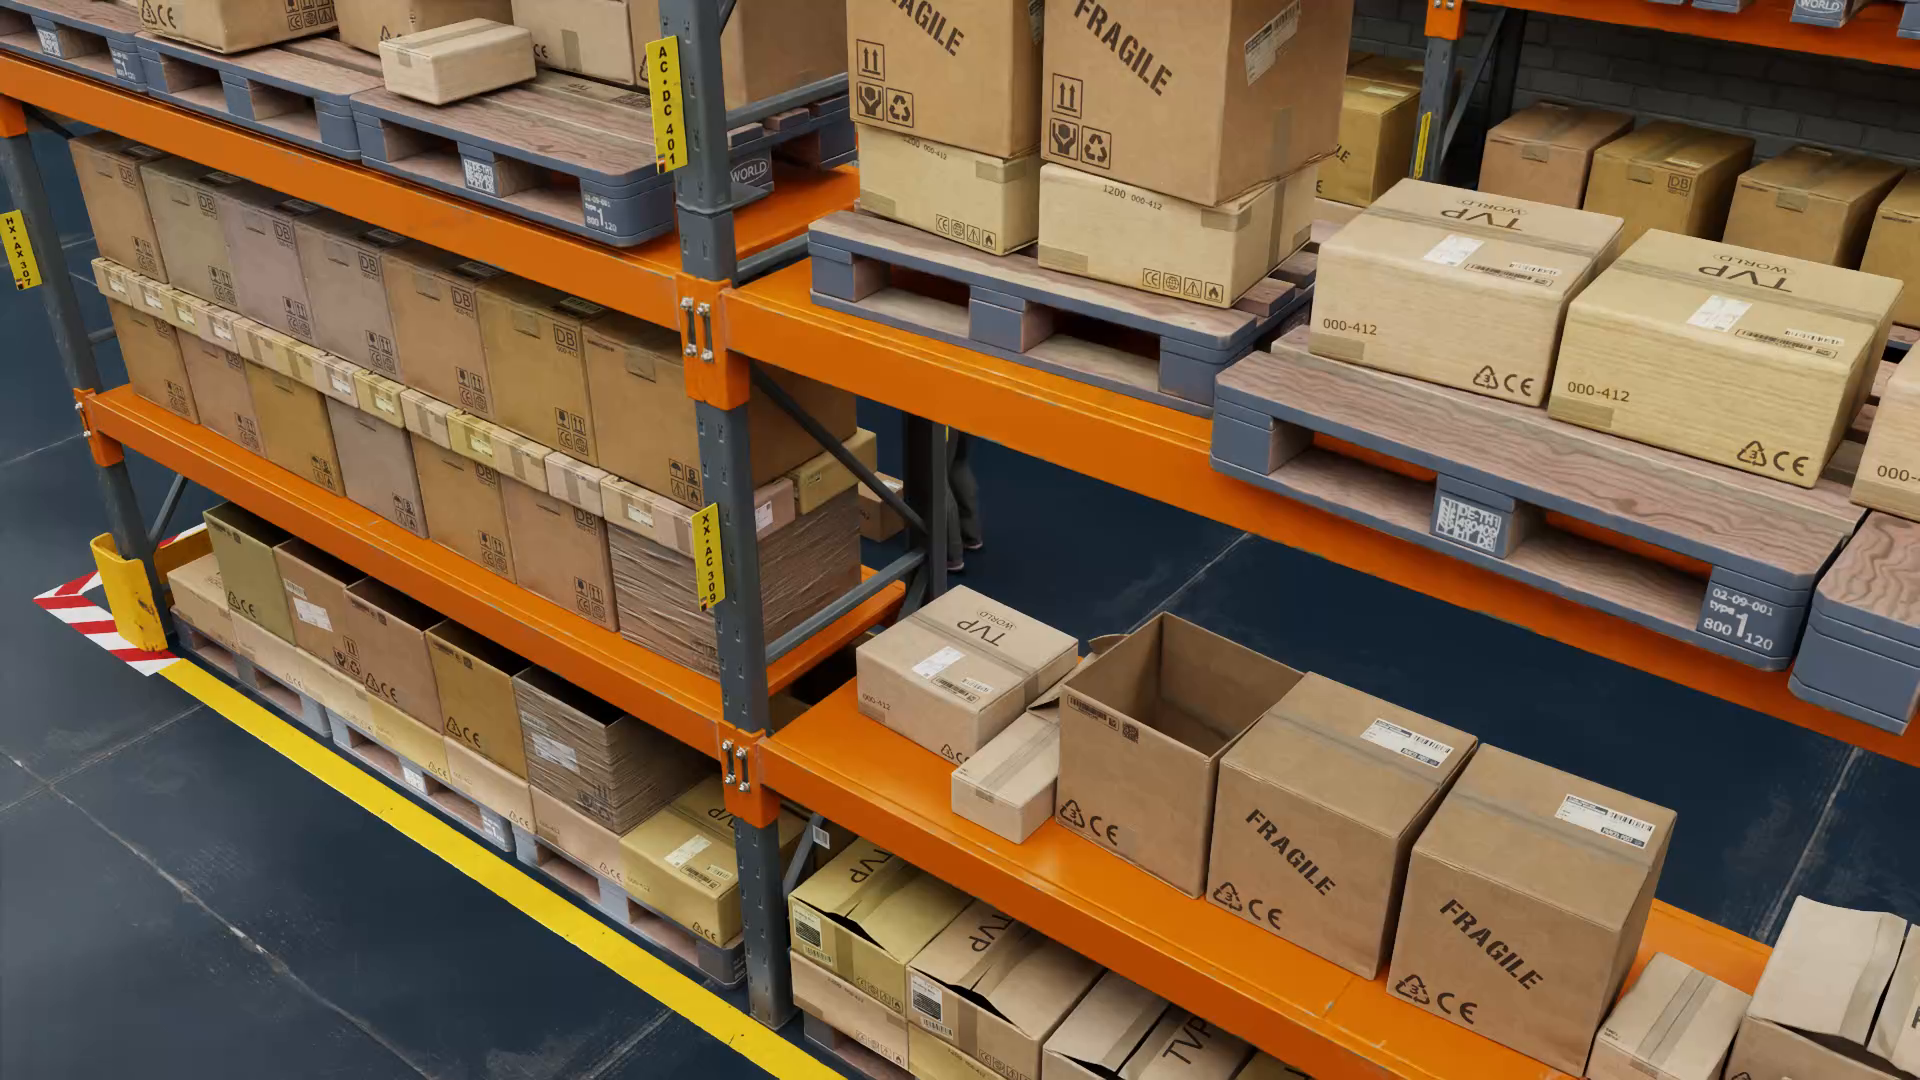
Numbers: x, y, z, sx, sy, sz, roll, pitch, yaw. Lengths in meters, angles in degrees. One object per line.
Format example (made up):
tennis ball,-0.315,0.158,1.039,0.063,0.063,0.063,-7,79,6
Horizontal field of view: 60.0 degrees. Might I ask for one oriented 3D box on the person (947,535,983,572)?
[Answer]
person,-0.077,-0.629,8.195,0.347,1.660,0.437,22,38,32
